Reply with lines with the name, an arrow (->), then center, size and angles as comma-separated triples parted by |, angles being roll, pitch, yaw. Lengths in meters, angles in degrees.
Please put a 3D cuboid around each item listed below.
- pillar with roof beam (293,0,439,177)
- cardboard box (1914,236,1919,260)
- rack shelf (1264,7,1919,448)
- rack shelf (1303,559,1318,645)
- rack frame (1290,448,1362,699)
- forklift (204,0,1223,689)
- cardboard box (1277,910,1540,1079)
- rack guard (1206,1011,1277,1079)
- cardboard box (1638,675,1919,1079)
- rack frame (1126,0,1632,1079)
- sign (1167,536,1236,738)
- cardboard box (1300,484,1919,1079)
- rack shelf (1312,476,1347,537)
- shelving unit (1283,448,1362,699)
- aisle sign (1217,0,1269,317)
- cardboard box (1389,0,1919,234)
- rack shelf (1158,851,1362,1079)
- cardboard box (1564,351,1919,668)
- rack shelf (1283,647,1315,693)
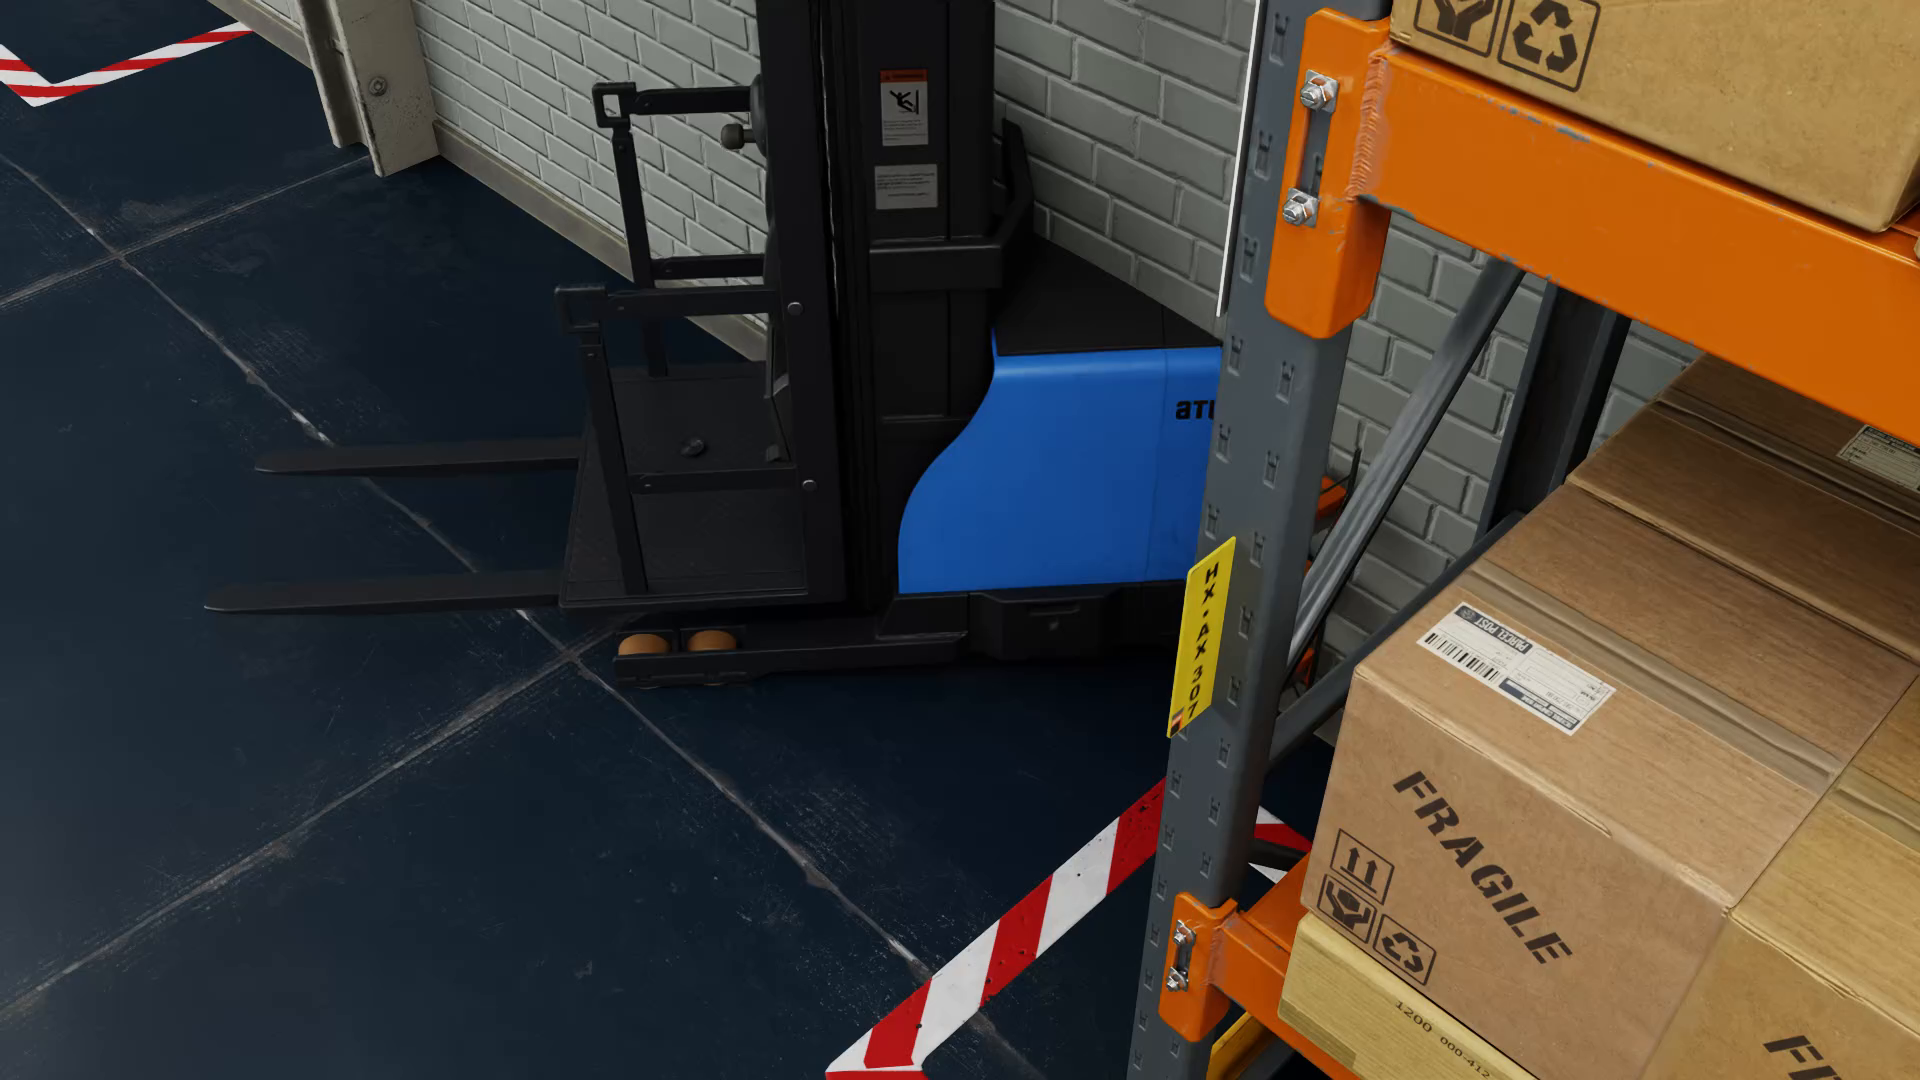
pillar with roof beam -> -5.467, -2.908, 1.766 | 9.100, 9.000, 0.400 | -34, 53, -31
cardboard box -> 1.125, -0.396, 1.170 | 0.500, 0.500, 0.500 | -31, 51, -29
rack shelf -> 2.124, 0.317, 1.016 | 1.077, 0.370, 4.000 | -34, 53, -31
rack shelf -> 0.796, 0.159, 4.319 | 0.215, 0.259, 0.240 | -29, 50, -28
rack frame -> 0.873, 0.214, 4.242 | 0.200, 1.050, 0.008 | -29, 50, -28
forklift -> -0.659, -1.021, 4.195 | 3.031, 2.935, 1.130 | -3, 43, -3
cardboard box -> 0.832, 0.628, 2.456 | 0.500, 0.250, 0.500 | 33, 52, 30
rack guard -> 0.766, 1.148, 3.639 | 1.175, 0.500, 0.348 | -34, 53, -31
cardboard box -> 1.178, 0.582, 1.953 | 0.500, 0.500, 0.500 | -34, 52, -31
rack frame -> 0.712, 0.194, 2.830 | 1.000, 3.000, 0.127 | -34, 53, -31
sign -> 0.328, 0.136, 2.255 | 0.100, 0.325, 0.005 | -34, 53, -31
cardboard box -> 0.836, 0.340, 2.216 | 0.500, 0.500, 0.500 | -34, 53, -31
rack shelf -> 0.795, -0.051, 4.127 | 0.215, 0.259, 0.240 | -29, 50, -28
shelving unit -> 0.796, 0.151, 4.312 | 0.215, 1.050, 0.252 | -29, 50, -28
aisle sign -> 0.449, -0.652, 1.830 | 0.394, 0.787, 0.004 | -34, 53, -31
cardboard box -> 0.771, -0.671, 1.468 | 0.500, 0.500, 0.500 | -33, 52, -30
rack shelf -> 2.124, 1.419, 2.034 | 1.077, 0.370, 4.000 | -34, 53, -31
cardboard box -> 1.195, 0.091, 2.485 | 0.500, 0.500, 0.500 | 34, 52, 31
rack shelf -> 0.797, 0.364, 4.506 | 0.215, 0.259, 0.240 | -29, 50, -28
